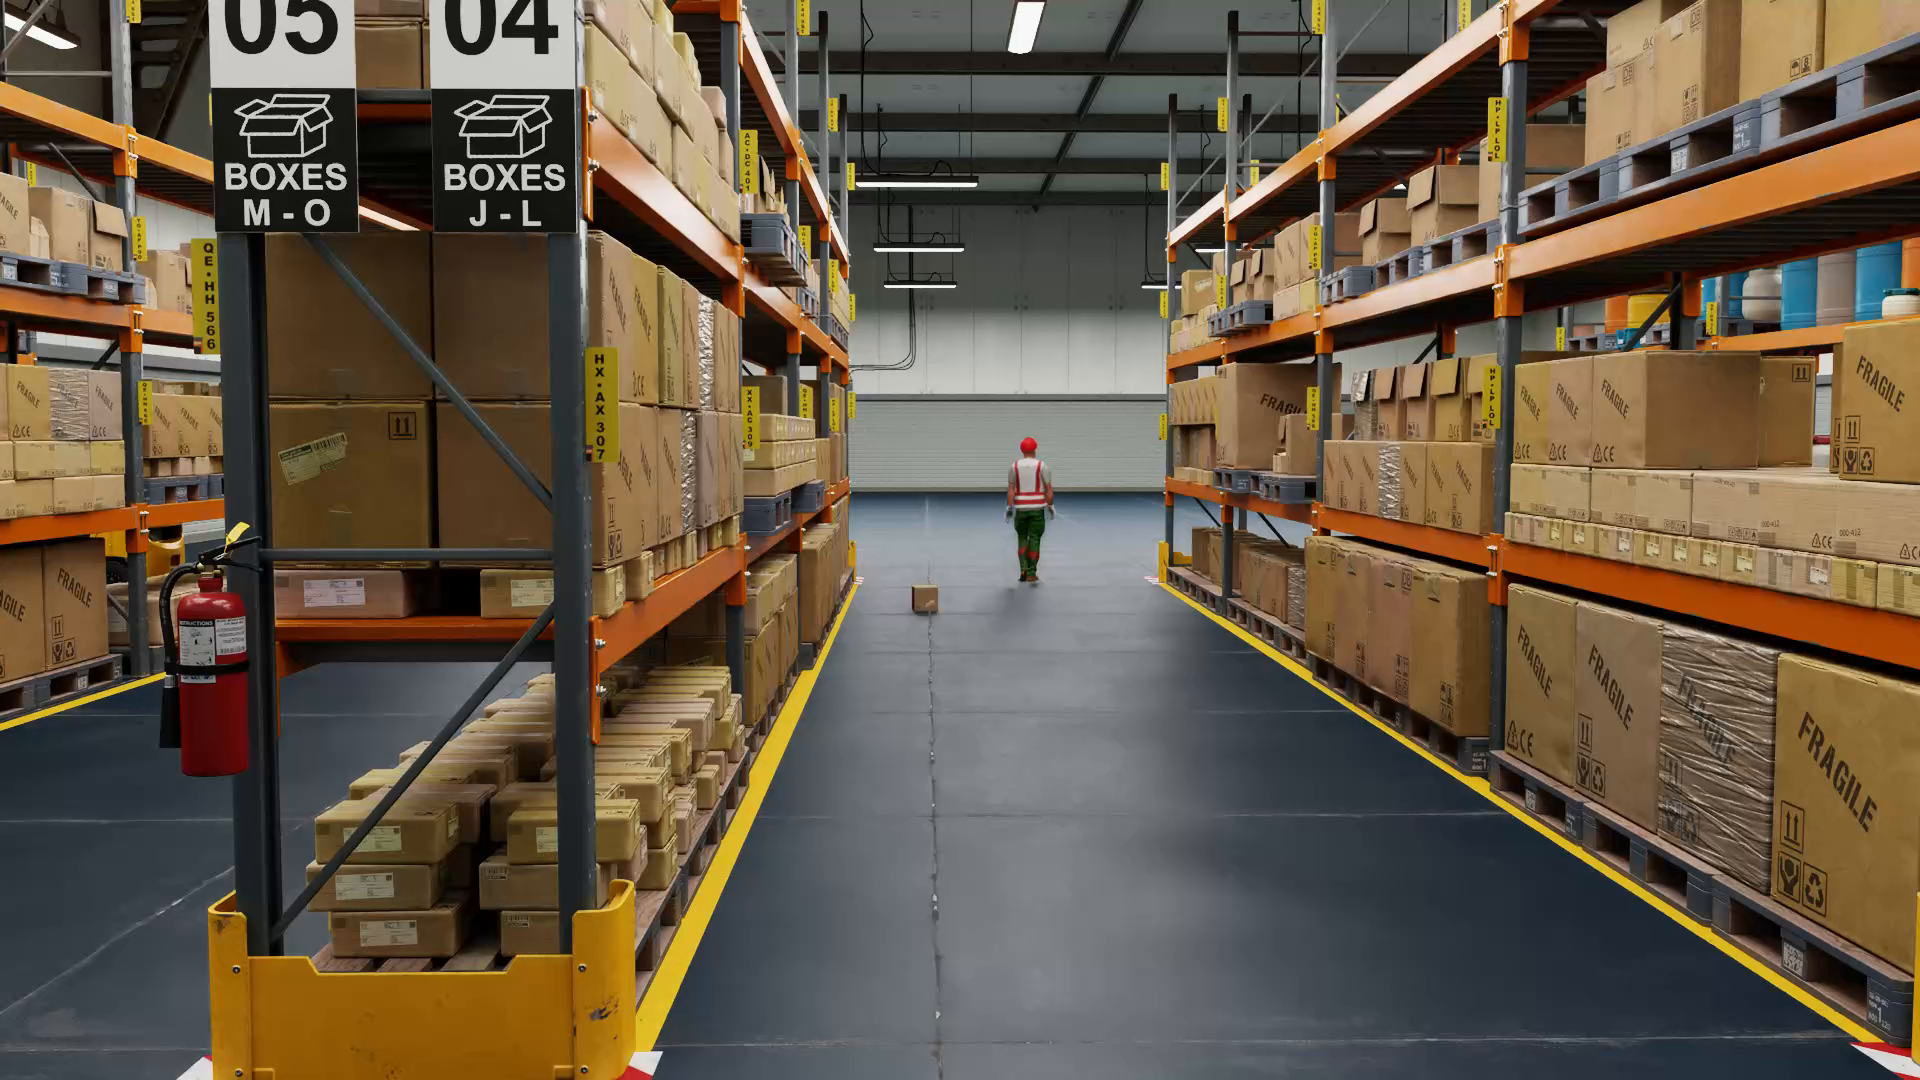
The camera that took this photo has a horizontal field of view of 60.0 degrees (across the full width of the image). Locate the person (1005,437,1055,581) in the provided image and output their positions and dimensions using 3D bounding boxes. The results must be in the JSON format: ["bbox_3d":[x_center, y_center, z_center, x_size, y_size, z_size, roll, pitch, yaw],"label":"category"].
[{"bbox_3d":[0.875,-0.354,20.630,0.592,1.845,0.530,1,4,15],"label":"person"}]
